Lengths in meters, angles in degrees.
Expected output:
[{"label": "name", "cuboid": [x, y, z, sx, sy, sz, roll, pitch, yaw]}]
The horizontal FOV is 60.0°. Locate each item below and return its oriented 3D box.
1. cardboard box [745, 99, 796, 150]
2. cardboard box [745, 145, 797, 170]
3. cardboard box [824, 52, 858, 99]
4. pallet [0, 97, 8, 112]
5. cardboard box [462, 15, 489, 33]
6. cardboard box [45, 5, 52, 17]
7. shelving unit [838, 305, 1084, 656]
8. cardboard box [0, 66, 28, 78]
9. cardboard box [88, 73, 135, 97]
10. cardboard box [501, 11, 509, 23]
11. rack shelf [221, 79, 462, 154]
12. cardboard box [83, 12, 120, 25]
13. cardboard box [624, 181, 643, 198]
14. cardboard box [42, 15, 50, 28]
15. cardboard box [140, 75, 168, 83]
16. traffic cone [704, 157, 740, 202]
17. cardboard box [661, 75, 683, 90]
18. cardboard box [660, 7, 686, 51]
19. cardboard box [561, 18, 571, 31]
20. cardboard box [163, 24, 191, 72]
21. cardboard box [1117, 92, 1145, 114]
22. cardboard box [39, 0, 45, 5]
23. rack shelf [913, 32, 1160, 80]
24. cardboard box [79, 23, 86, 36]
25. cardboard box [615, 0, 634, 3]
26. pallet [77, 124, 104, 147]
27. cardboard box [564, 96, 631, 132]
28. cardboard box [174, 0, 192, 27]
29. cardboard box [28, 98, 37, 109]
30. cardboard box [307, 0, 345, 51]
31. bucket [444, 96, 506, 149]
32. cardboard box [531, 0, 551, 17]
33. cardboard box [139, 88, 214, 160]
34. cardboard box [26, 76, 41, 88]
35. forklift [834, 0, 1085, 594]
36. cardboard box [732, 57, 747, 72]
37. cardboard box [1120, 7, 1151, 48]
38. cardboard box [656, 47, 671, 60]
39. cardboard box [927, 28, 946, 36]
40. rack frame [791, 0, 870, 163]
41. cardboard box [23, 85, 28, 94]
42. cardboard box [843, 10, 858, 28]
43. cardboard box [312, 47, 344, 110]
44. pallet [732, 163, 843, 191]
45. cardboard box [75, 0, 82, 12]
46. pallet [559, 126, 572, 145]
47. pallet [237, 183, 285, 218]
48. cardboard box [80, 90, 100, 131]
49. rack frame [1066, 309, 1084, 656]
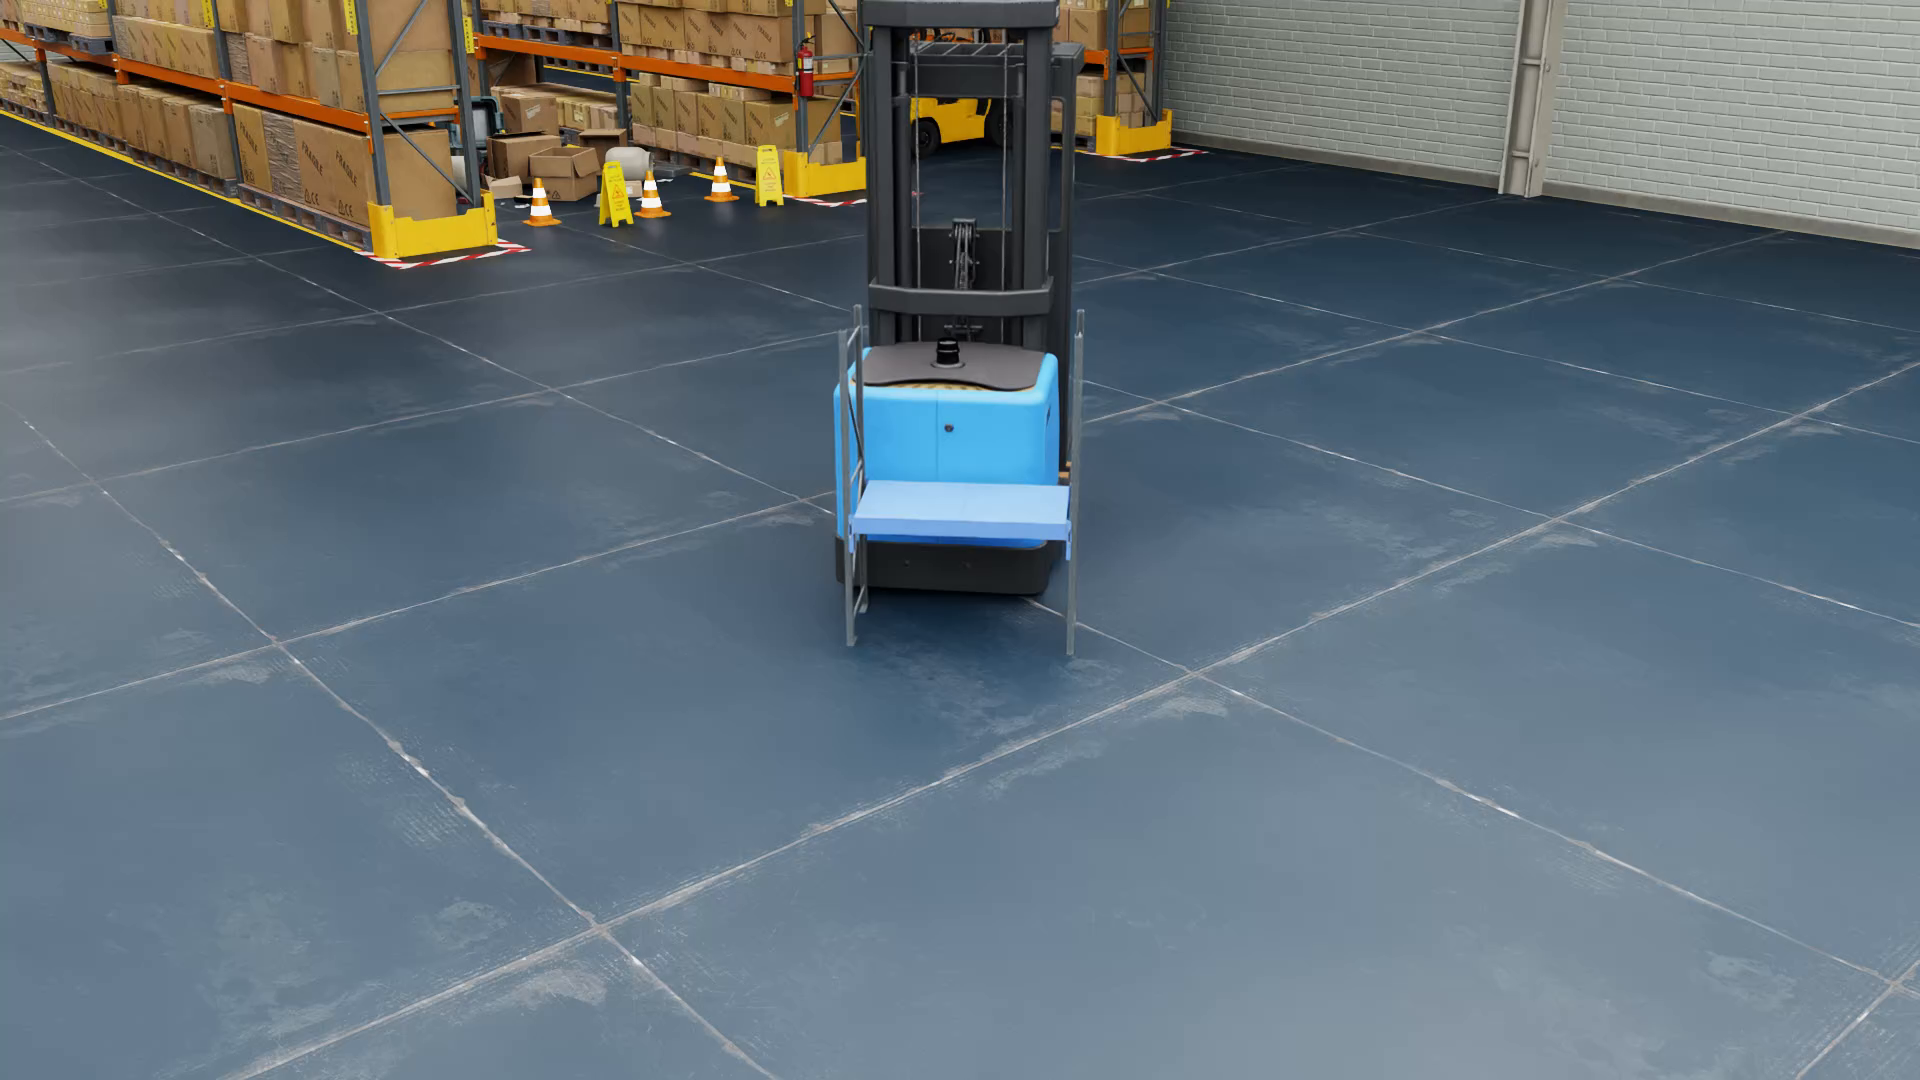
[{"label": "cardboard box", "cuboid": [-2.164, -4.880, 19.496, 0.500, 0.500, 0.500, -17, 27, -37]}, {"label": "cardboard box", "cuboid": [-2.190, -4.537, 19.649, 0.500, 0.250, 0.500, -18, 27, -38]}, {"label": "cardboard box", "cuboid": [-1.638, -7.398, 26.441, 0.875, 0.625, 0.625, -19, 28, -40]}, {"label": "pallet", "cuboid": [-15.018, -7.118, 26.868, 1.003, 0.211, 1.213, -17, 27, -37]}, {"label": "cardboard box", "cuboid": [-7.192, -7.674, 24.670, 0.500, 0.250, 0.500, -19, 28, -39]}, {"label": "cardboard box", "cuboid": [-12.191, -7.202, 22.621, 0.380, 0.149, 0.250, -18, 28, -38]}, {"label": "shelving unit", "cuboid": [0.019, -0.273, 7.623, 1.048, 1.500, 0.538, 2, 21, 5]}, {"label": "cardboard box", "cuboid": [-14.923, -7.393, 26.265, 0.380, 0.149, 0.250, -19, 28, -40]}, {"label": "cardboard box", "cuboid": [-11.332, -6.104, 22.279, 0.500, 0.250, 0.500, -17, 27, -37]}, {"label": "cardboard box", "cuboid": [-6.291, -7.438, 23.630, 0.380, 0.149, 0.250, -20, 29, -41]}, {"label": "rack shelf", "cuboid": [-6.433, -4.467, 17.263, 1.077, 0.370, 4.000, -17, 27, -37]}, {"label": "cardboard box", "cuboid": [-11.017, -6.705, 21.351, 0.380, 0.149, 0.250, -17, 27, -36]}, {"label": "cardboard box", "cuboid": [-3.829, -4.010, 19.017, 0.380, 0.149, 0.250, -4, 22, -10]}, {"label": "cardboard box", "cuboid": [-12.376, -7.140, 22.870, 0.380, 0.149, 0.250, -19, 28, -40]}, {"label": "cardboard box", "cuboid": [-10.616, -6.089, 22.240, 0.500, 0.250, 0.500, -19, 28, -40]}, {"label": "traffic cone", "cuboid": [-2.701, -4.086, 18.783, 0.336, 0.463, 0.334, -17, 27, -37]}, {"label": "cardboard box", "cuboid": [-3.501, -5.710, 20.726, 0.380, 0.149, 0.250, -16, 27, -35]}, {"label": "cardboard box", "cuboid": [-3.315, -6.283, 20.368, 0.500, 0.500, 0.500, -18, 28, -38]}, {"label": "cardboard box", "cuboid": [-5.122, -6.925, 22.321, 0.380, 0.149, 0.250, -17, 27, -37]}, {"label": "cardboard box", "cuboid": [-8.941, -5.761, 19.443, 0.500, 0.500, 0.500, -17, 27, -37]}, {"label": "cardboard box", "cuboid": [2.165, -5.966, 22.612, 0.500, 0.250, 0.500, -17, 27, -36]}, {"label": "cardboard box", "cuboid": [-12.371, -7.415, 22.756, 0.380, 0.149, 0.250, -18, 28, -38]}, {"label": "rack shelf", "cuboid": [1.009, -6.856, 23.362, 1.077, 0.370, 4.000, -17, 27, -37]}, {"label": "cardboard box", "cuboid": [-11.180, -6.634, 21.578, 0.380, 0.149, 0.250, -18, 27, -38]}, {"label": "cardboard box", "cuboid": [-3.931, -7.039, 20.925, 0.700, 0.500, 0.500, -18, 28, -38]}, {"label": "pallet", "cuboid": [-11.650, -5.715, 23.285, 1.003, 0.211, 1.213, -17, 27, -37]}, {"label": "cardboard box", "cuboid": [-4.870, -5.875, 22.899, 0.950, 0.372, 0.625, -15, 26, -34]}, {"label": "cardboard box", "cuboid": [-8.734, -6.284, 19.407, 0.700, 0.500, 0.500, -17, 27, -37]}, {"label": "cardboard box", "cuboid": [-13.802, -6.610, 25.080, 0.380, 0.149, 0.250, -19, 28, -39]}, {"label": "cardboard box", "cuboid": [-5.769, -5.064, 16.114, 0.875, 0.550, 0.550, -17, 27, -37]}, {"label": "bucket", "cuboid": [-5.903, -5.050, 20.168, 0.726, 0.611, 0.620, -8, 13, -19]}, {"label": "cardboard box", "cuboid": [-5.529, -7.440, 22.746, 0.500, 0.500, 0.500, -19, 28, -39]}, {"label": "cardboard box", "cuboid": [-9.447, -5.178, 20.599, 1.050, 0.750, 0.750, -17, 27, -37]}, {"label": "cardboard box", "cuboid": [-13.754, -6.875, 24.941, 0.380, 0.149, 0.250, -18, 28, -38]}, {"label": "forklift", "cuboid": [0.083, -1.599, 9.047, 1.130, 2.935, 3.031, 3, 22, 7]}, {"label": "cardboard box", "cuboid": [-2.441, -5.575, 19.449, 0.380, 0.149, 0.250, -17, 27, -37]}, {"label": "cardboard box", "cuboid": [2.202, -6.888, 22.320, 0.500, 0.500, 0.500, -16, 27, -36]}, {"label": "cardboard box", "cuboid": [-3.556, -6.081, 20.740, 0.380, 0.149, 0.250, -16, 27, -36]}, {"label": "cardboard box", "cuboid": [-0.204, -7.606, 24.152, 0.500, 0.500, 0.500, -18, 28, -39]}, {"label": "rack frame", "cuboid": [-1.443, -5.456, 18.801, 1.000, 3.000, 0.127, -17, 27, -37]}, {"label": "cardboard box", "cuboid": [-14.051, -6.883, 25.370, 0.380, 0.149, 0.250, -17, 27, -36]}, {"label": "cardboard box", "cuboid": [-1.457, -8.033, 25.586, 0.500, 0.250, 0.500, -17, 27, -37]}, {"label": "cardboard box", "cuboid": [-5.779, -4.558, 16.303, 0.875, 0.550, 0.550, -17, 27, -37]}, {"label": "pallet", "cuboid": [-1.996, -4.411, 19.958, 1.003, 0.211, 1.213, -17, 27, -37]}, {"label": "cardboard box", "cuboid": [-11.179, -6.912, 21.471, 0.380, 0.149, 0.250, -18, 28, -38]}, {"label": "pallet", "cuboid": [-5.364, -5.815, 23.540, 1.003, 0.211, 1.213, -17, 27, -37]}, {"label": "pallet", "cuboid": [-7.301, -3.828, 18.467, 1.003, 0.211, 1.213, -17, 27, -37]}, {"label": "cardboard box", "cuboid": [-11.670, -5.898, 22.780, 0.500, 0.500, 0.500, -19, 28, -40]}, {"label": "rack frame", "cuboid": [0.525, -0.256, 7.581, 0.032, 1.500, 0.500, 2, 21, 5]}]
